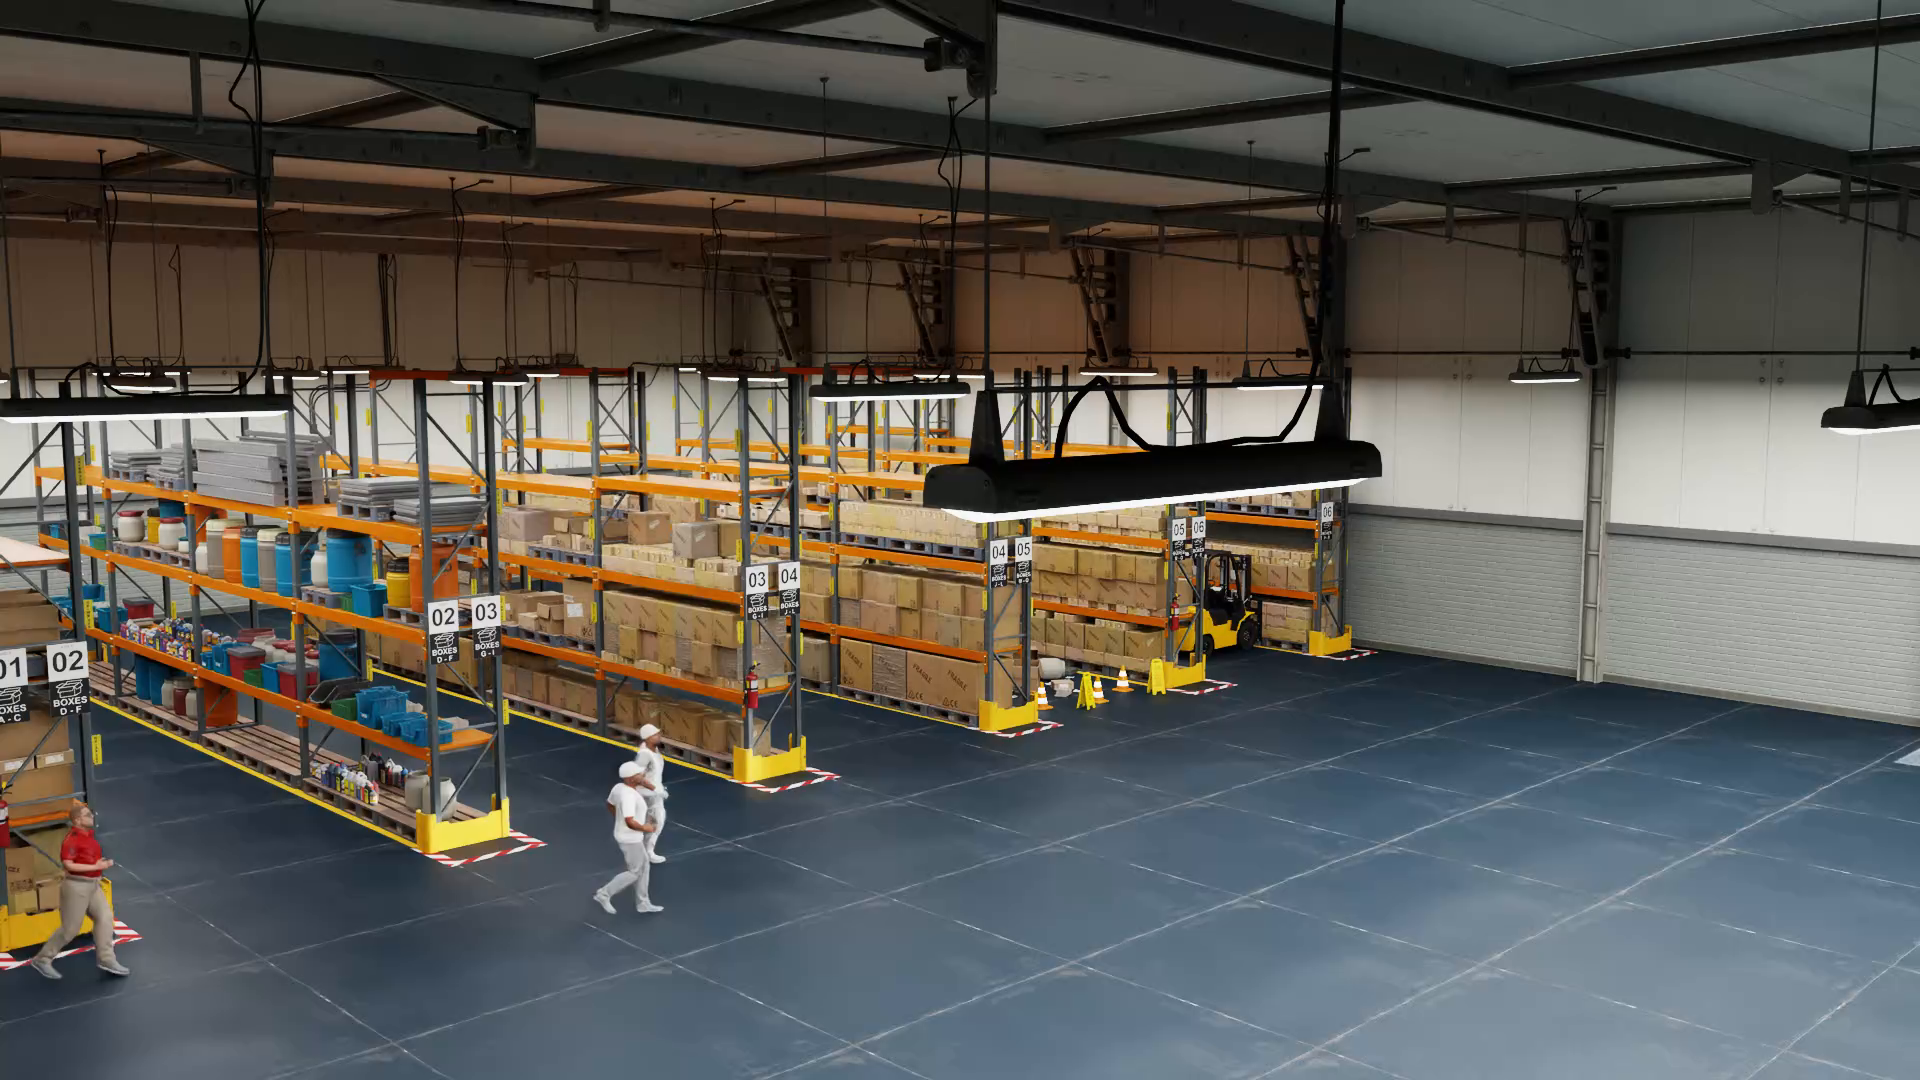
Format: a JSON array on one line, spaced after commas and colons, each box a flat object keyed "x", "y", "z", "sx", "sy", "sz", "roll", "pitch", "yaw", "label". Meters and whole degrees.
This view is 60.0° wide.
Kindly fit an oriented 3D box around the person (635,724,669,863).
[{"x": -3.916, "y": 3.144, "z": 20.673, "sx": 0.633, "sy": 1.752, "sz": 0.691, "roll": 0, "pitch": 6, "yaw": -4, "label": "person"}]

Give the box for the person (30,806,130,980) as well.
[{"x": -8.928, "y": 3.566, "z": 16.888, "sx": 0.906, "sy": 1.744, "sz": 0.688, "roll": -1, "pitch": 7, "yaw": -9, "label": "person"}]

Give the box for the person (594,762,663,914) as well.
[{"x": -3.742, "y": 3.361, "z": 18.678, "sx": 0.799, "sy": 1.766, "sz": 0.726, "roll": -3, "pitch": 7, "yaw": -21, "label": "person"}]
